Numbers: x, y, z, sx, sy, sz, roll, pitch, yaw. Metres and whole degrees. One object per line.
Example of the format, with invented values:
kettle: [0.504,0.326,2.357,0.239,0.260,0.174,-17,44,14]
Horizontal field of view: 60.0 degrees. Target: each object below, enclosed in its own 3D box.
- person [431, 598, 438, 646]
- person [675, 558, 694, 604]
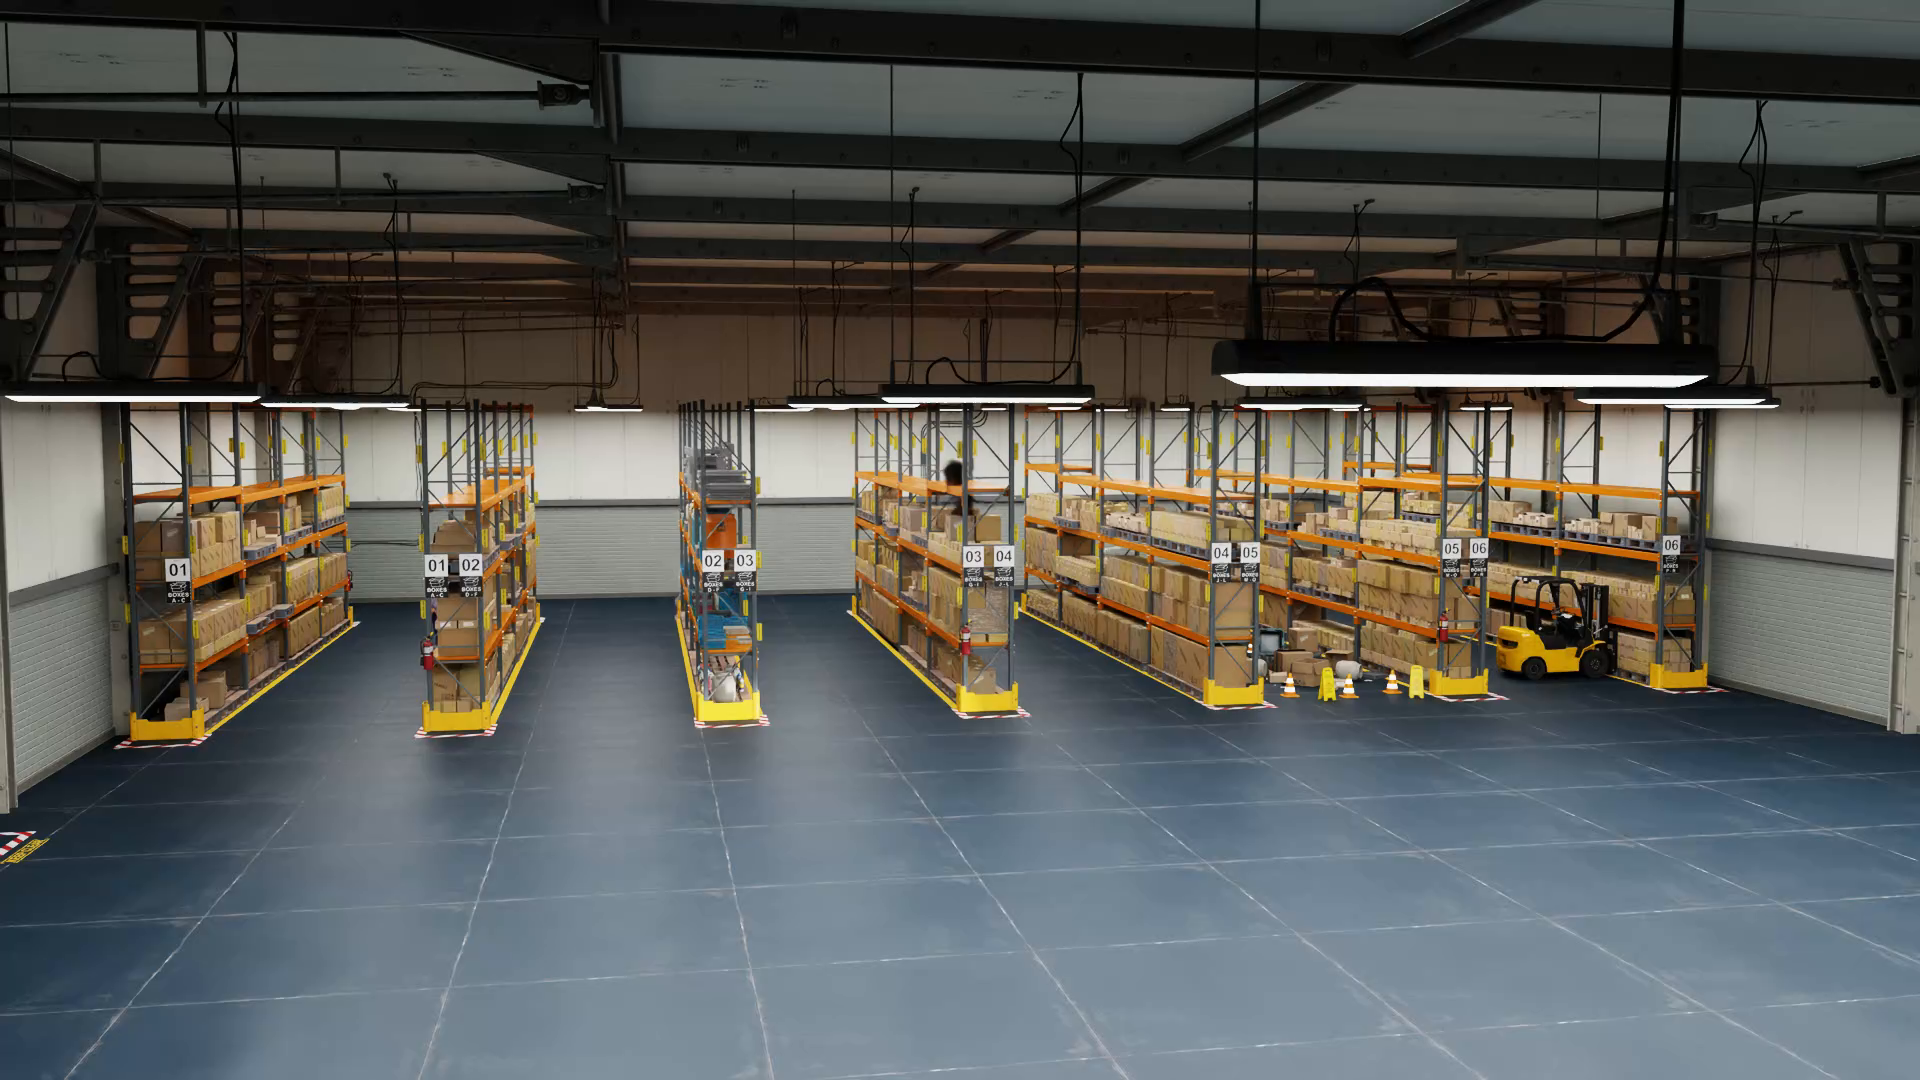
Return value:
person: [-12.664,1.884,40.527,0.606,1.554,0.887,-2,5,-21]
person: [-7.938,1.143,49.024,0.934,1.797,0.627,0,4,3]
